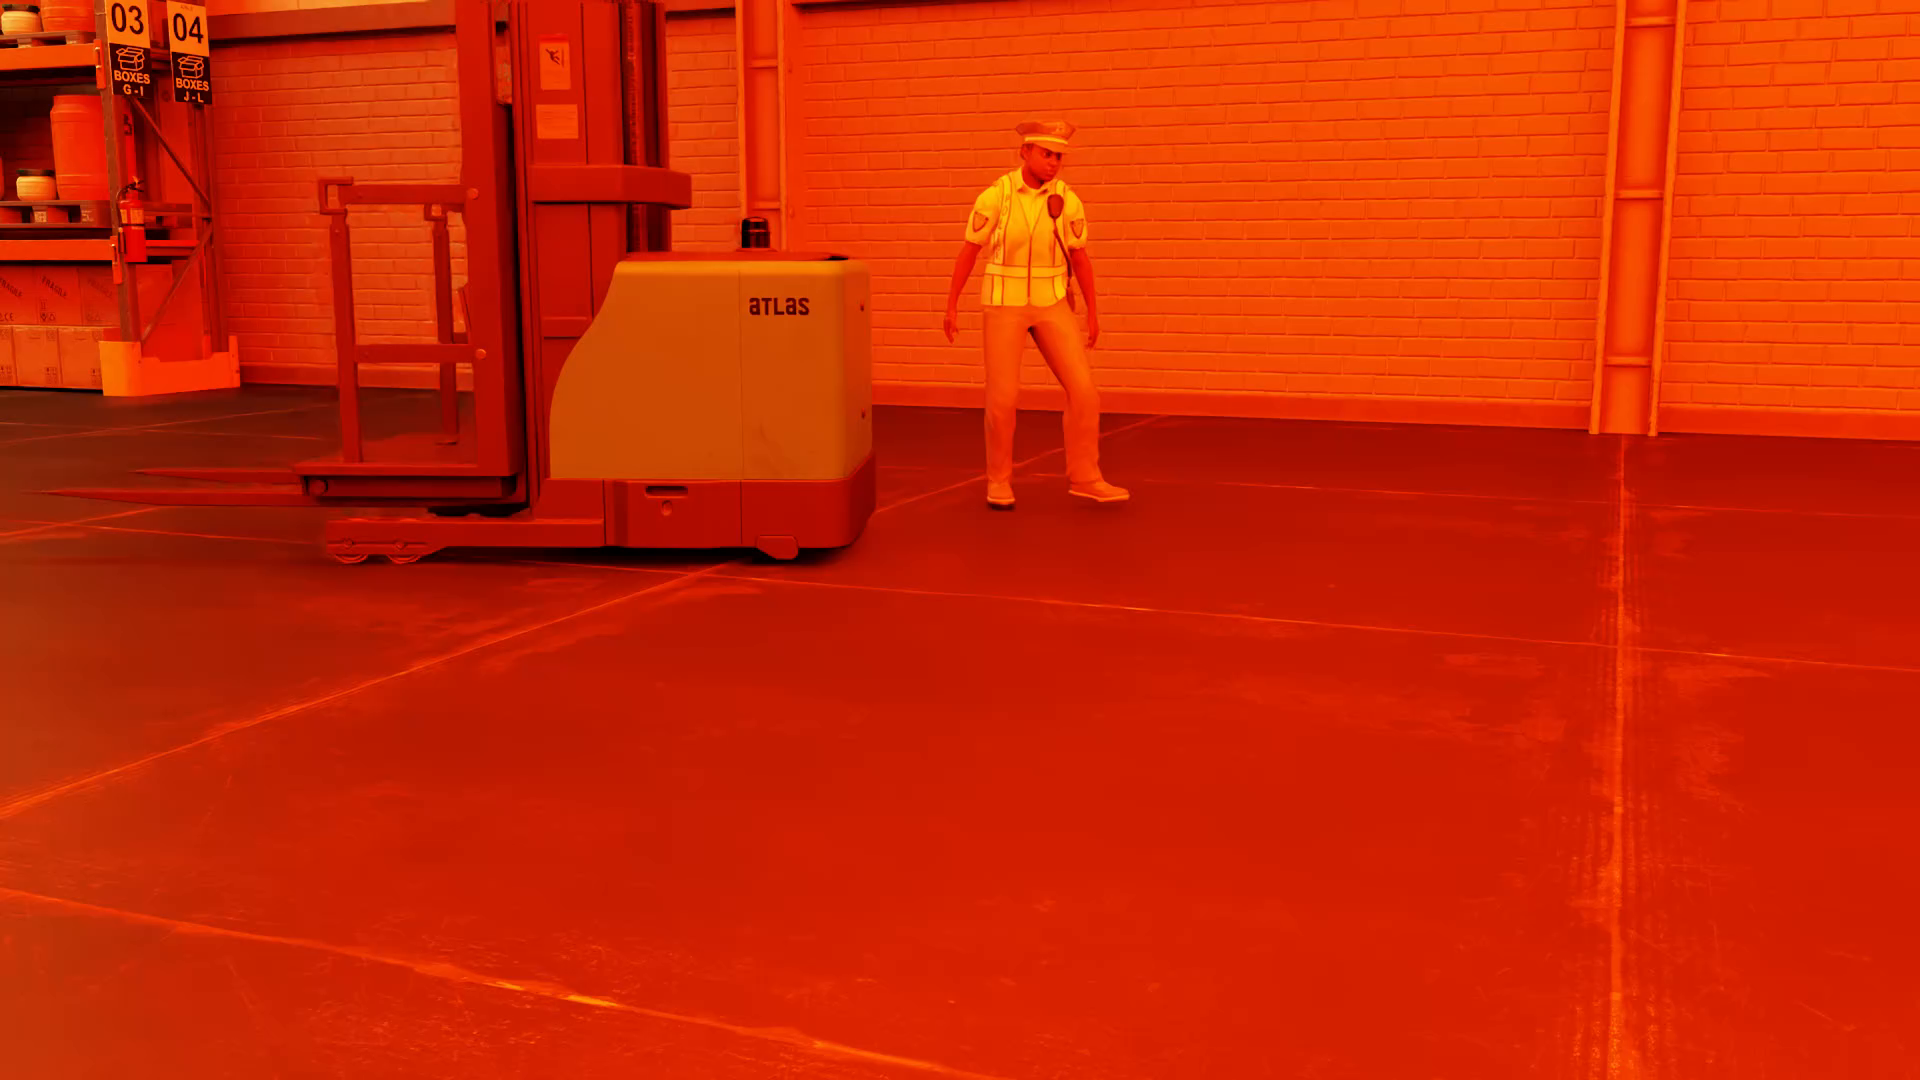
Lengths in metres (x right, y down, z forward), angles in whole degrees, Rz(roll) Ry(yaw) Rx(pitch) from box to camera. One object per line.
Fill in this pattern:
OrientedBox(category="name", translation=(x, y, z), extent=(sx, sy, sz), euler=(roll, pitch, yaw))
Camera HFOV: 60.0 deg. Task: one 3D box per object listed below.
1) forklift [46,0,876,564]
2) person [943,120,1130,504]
OrientedBox(category="forklift", translation=(-1.880, -1.445, 6.240), extent=(3.031, 2.935, 1.130), euler=(0, 10, 3))
OrientedBox(category="person", translation=(0.331, -0.968, 7.174), extent=(0.801, 1.628, 0.415), euler=(-1, 10, -5))
